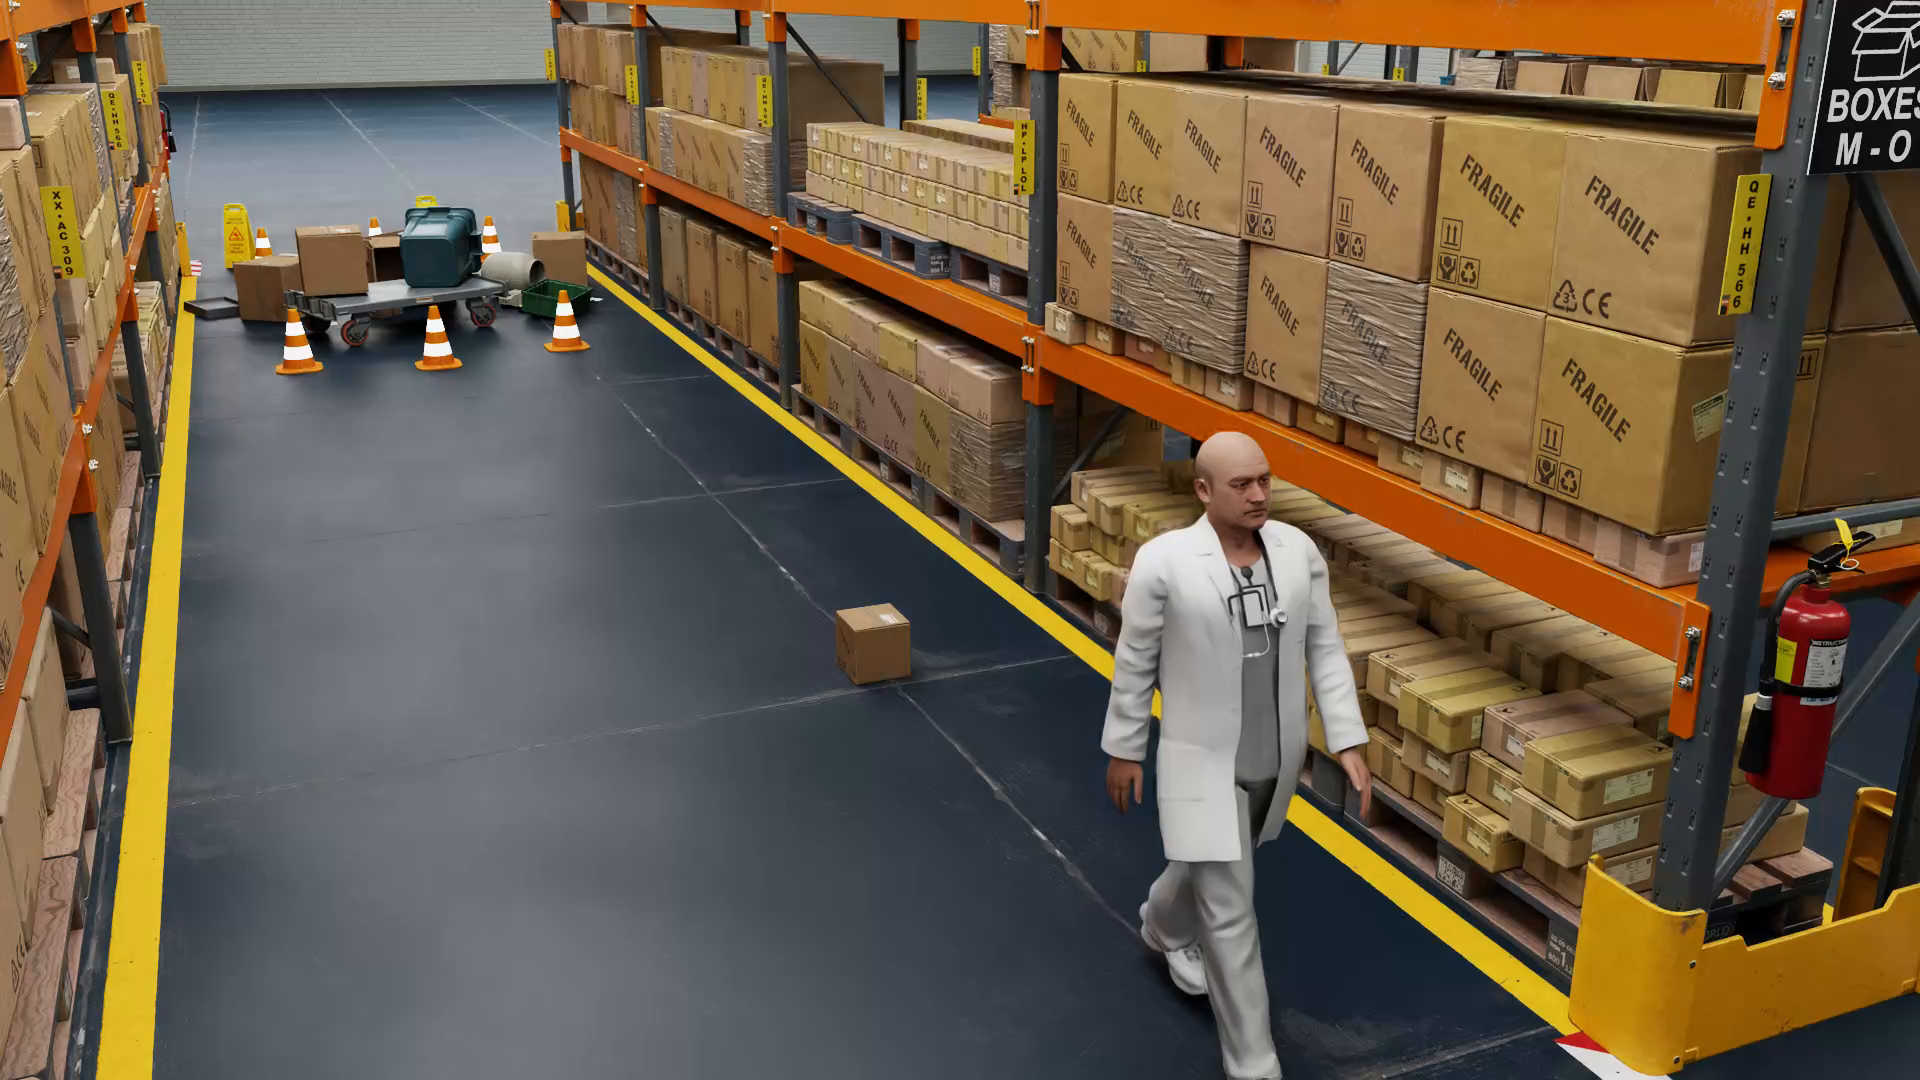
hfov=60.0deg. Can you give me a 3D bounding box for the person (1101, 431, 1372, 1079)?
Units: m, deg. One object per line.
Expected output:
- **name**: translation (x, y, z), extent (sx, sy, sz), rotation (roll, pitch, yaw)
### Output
- **person**: translation (0.747, 0.577, 4.341), extent (0.617, 1.721, 1.092), rotation (-7, 20, -21)
